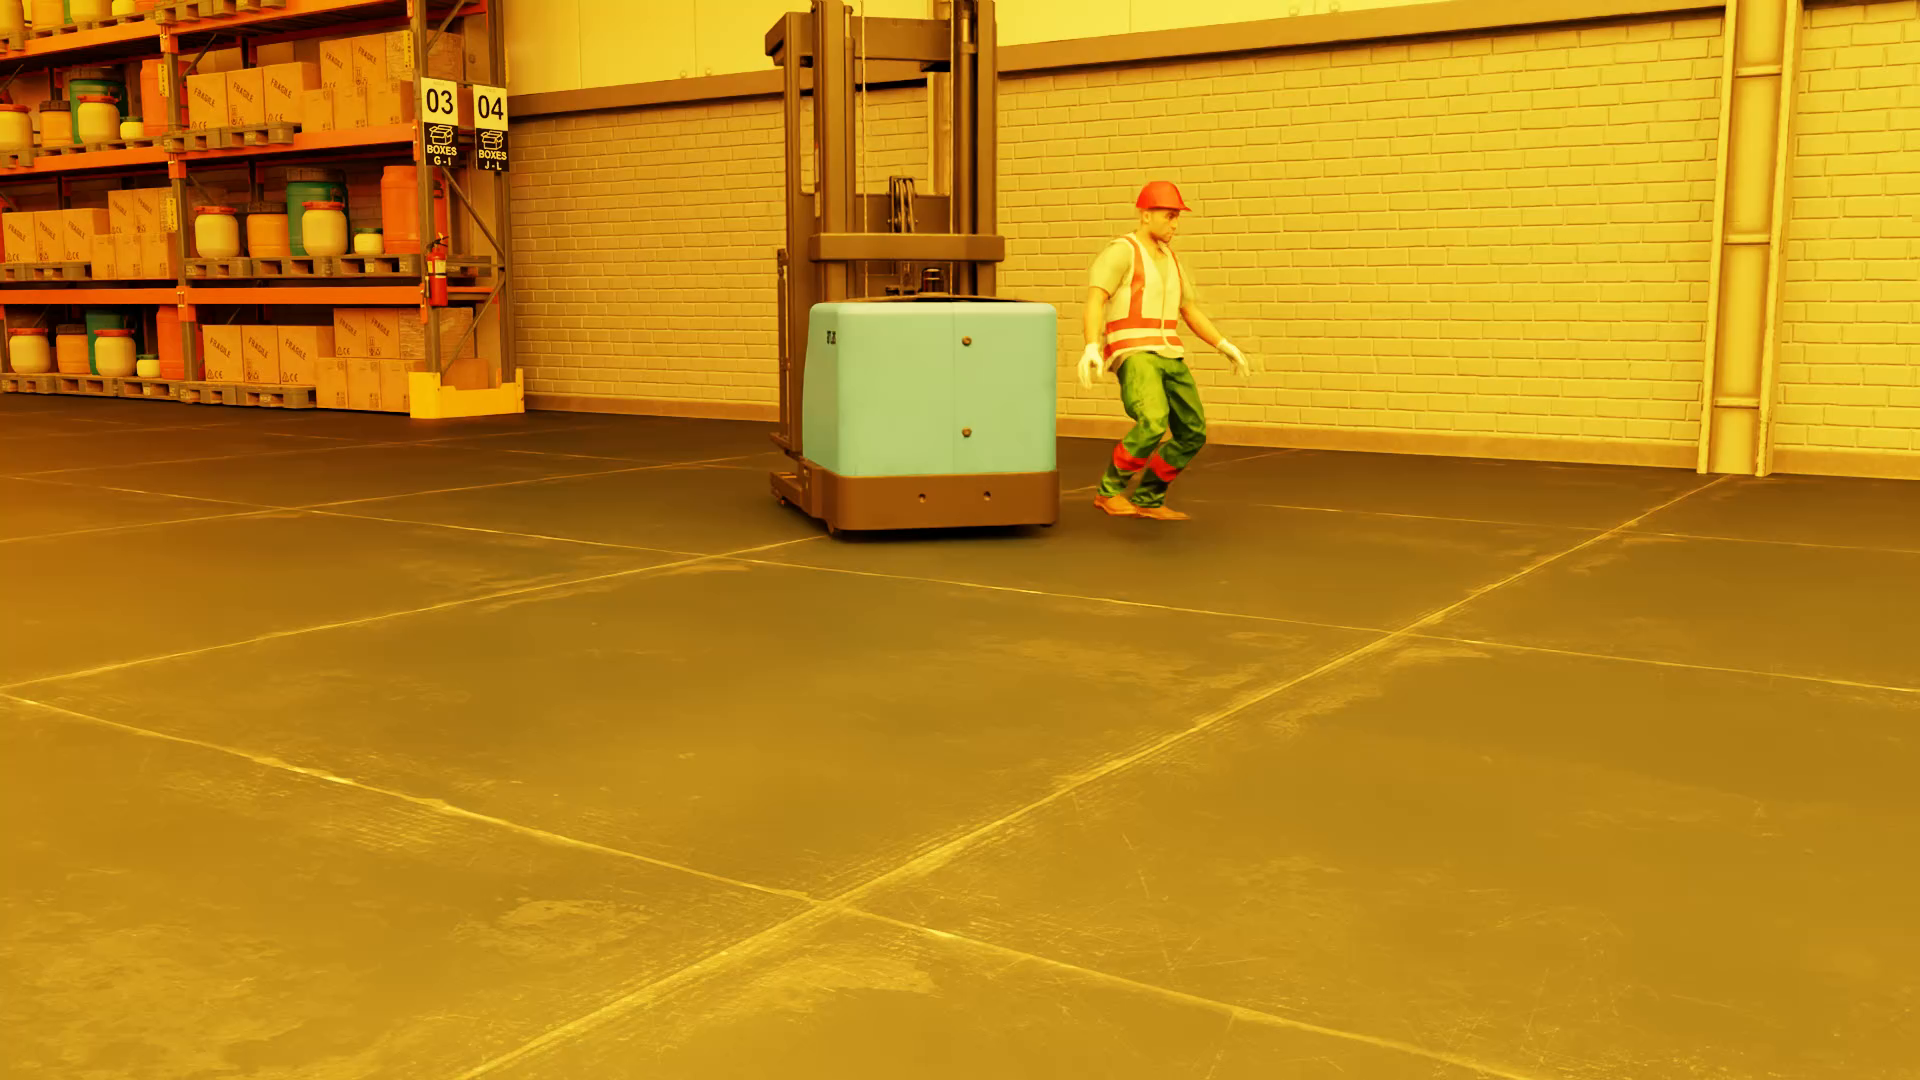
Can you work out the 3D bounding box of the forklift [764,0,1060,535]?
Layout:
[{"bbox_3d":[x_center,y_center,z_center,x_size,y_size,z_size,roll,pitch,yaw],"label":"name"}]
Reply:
[{"bbox_3d":[-0.411,-1.644,8.753,1.130,2.935,3.031,-2,8,-15],"label":"forklift"}]

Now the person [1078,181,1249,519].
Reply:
[{"bbox_3d":[0.930,-0.872,7.970,0.985,1.668,0.644,-7,11,-41],"label":"person"}]
